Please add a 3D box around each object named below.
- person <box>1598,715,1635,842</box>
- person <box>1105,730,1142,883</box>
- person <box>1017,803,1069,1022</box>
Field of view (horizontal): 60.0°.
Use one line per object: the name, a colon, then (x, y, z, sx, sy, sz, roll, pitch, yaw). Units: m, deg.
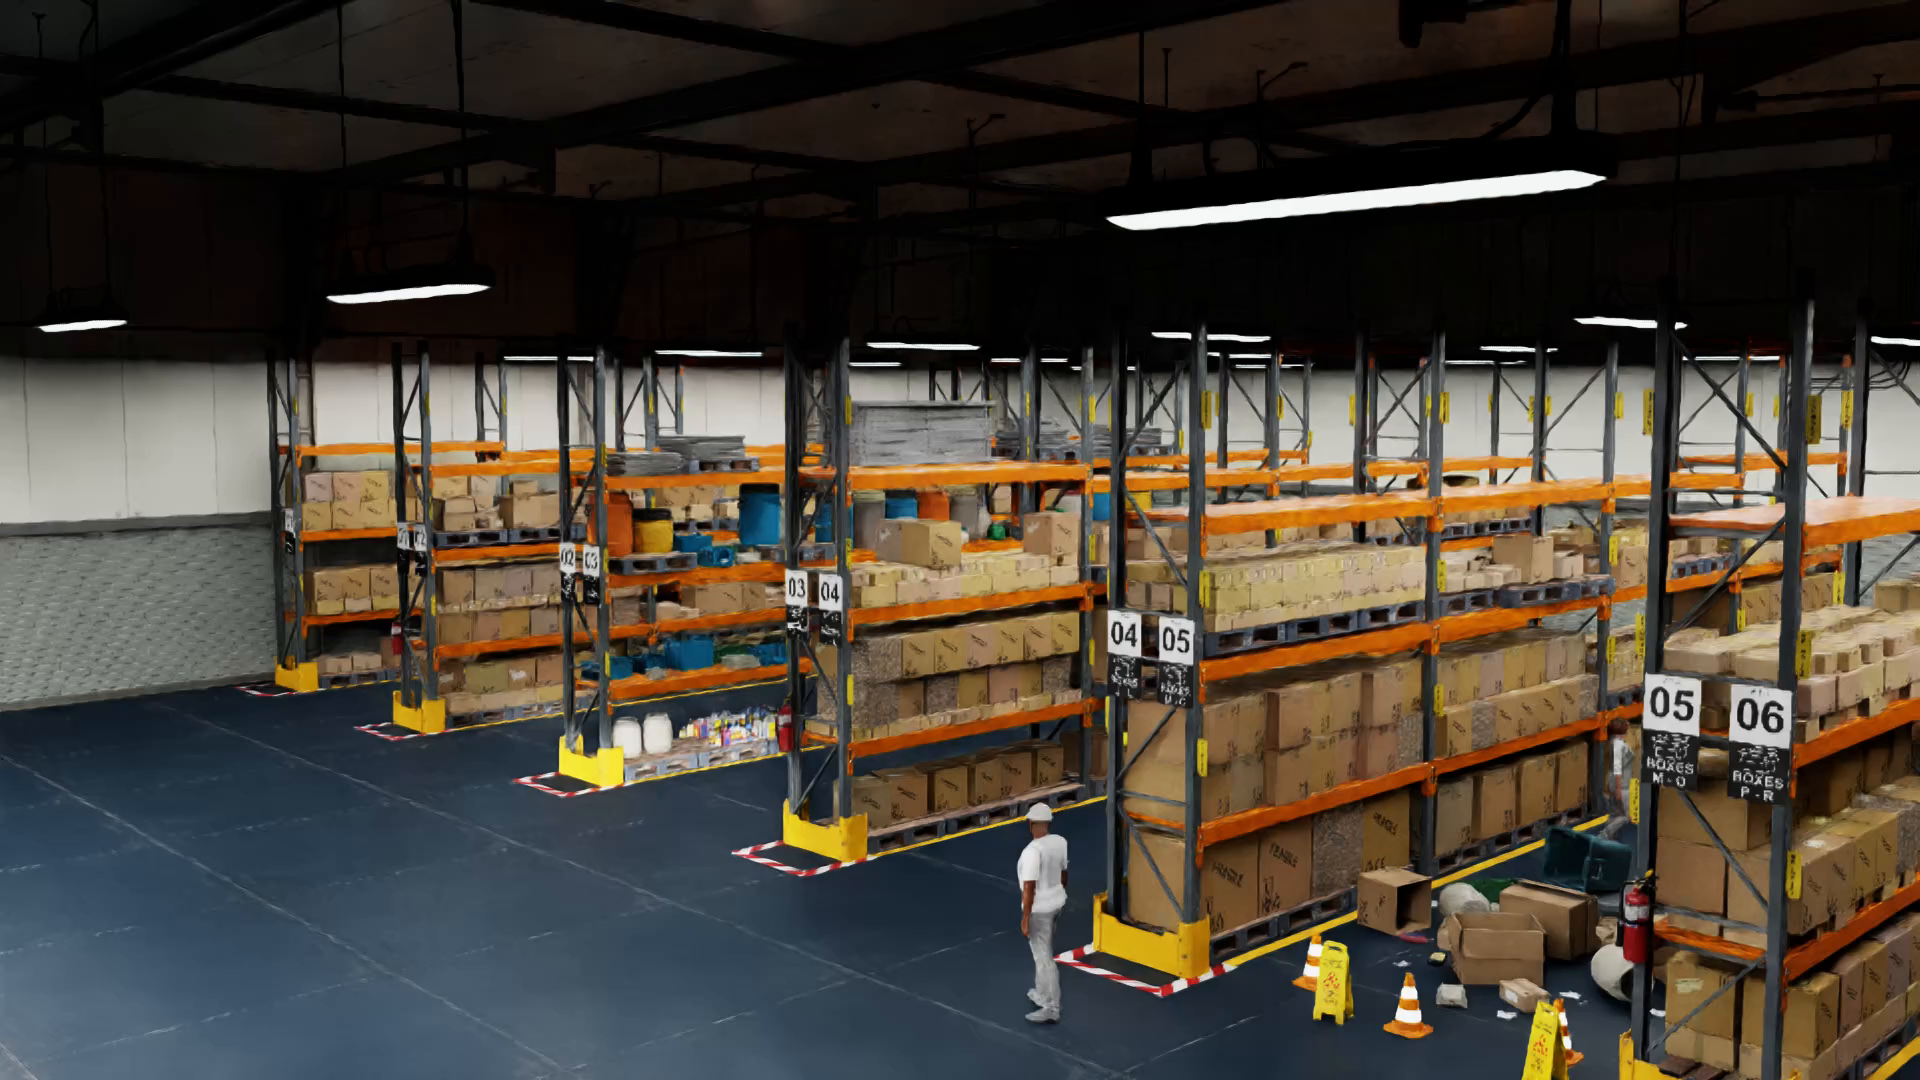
person: (7.345, 2.760, 18.614, 0.407, 1.594, 0.459, 1, 5, 15)
person: (1.775, 2.819, 17.341, 0.708, 1.714, 0.578, 5, 7, 44)
person: (0.679, 3.080, 13.924, 0.522, 1.769, 0.676, 3, 6, 33)
